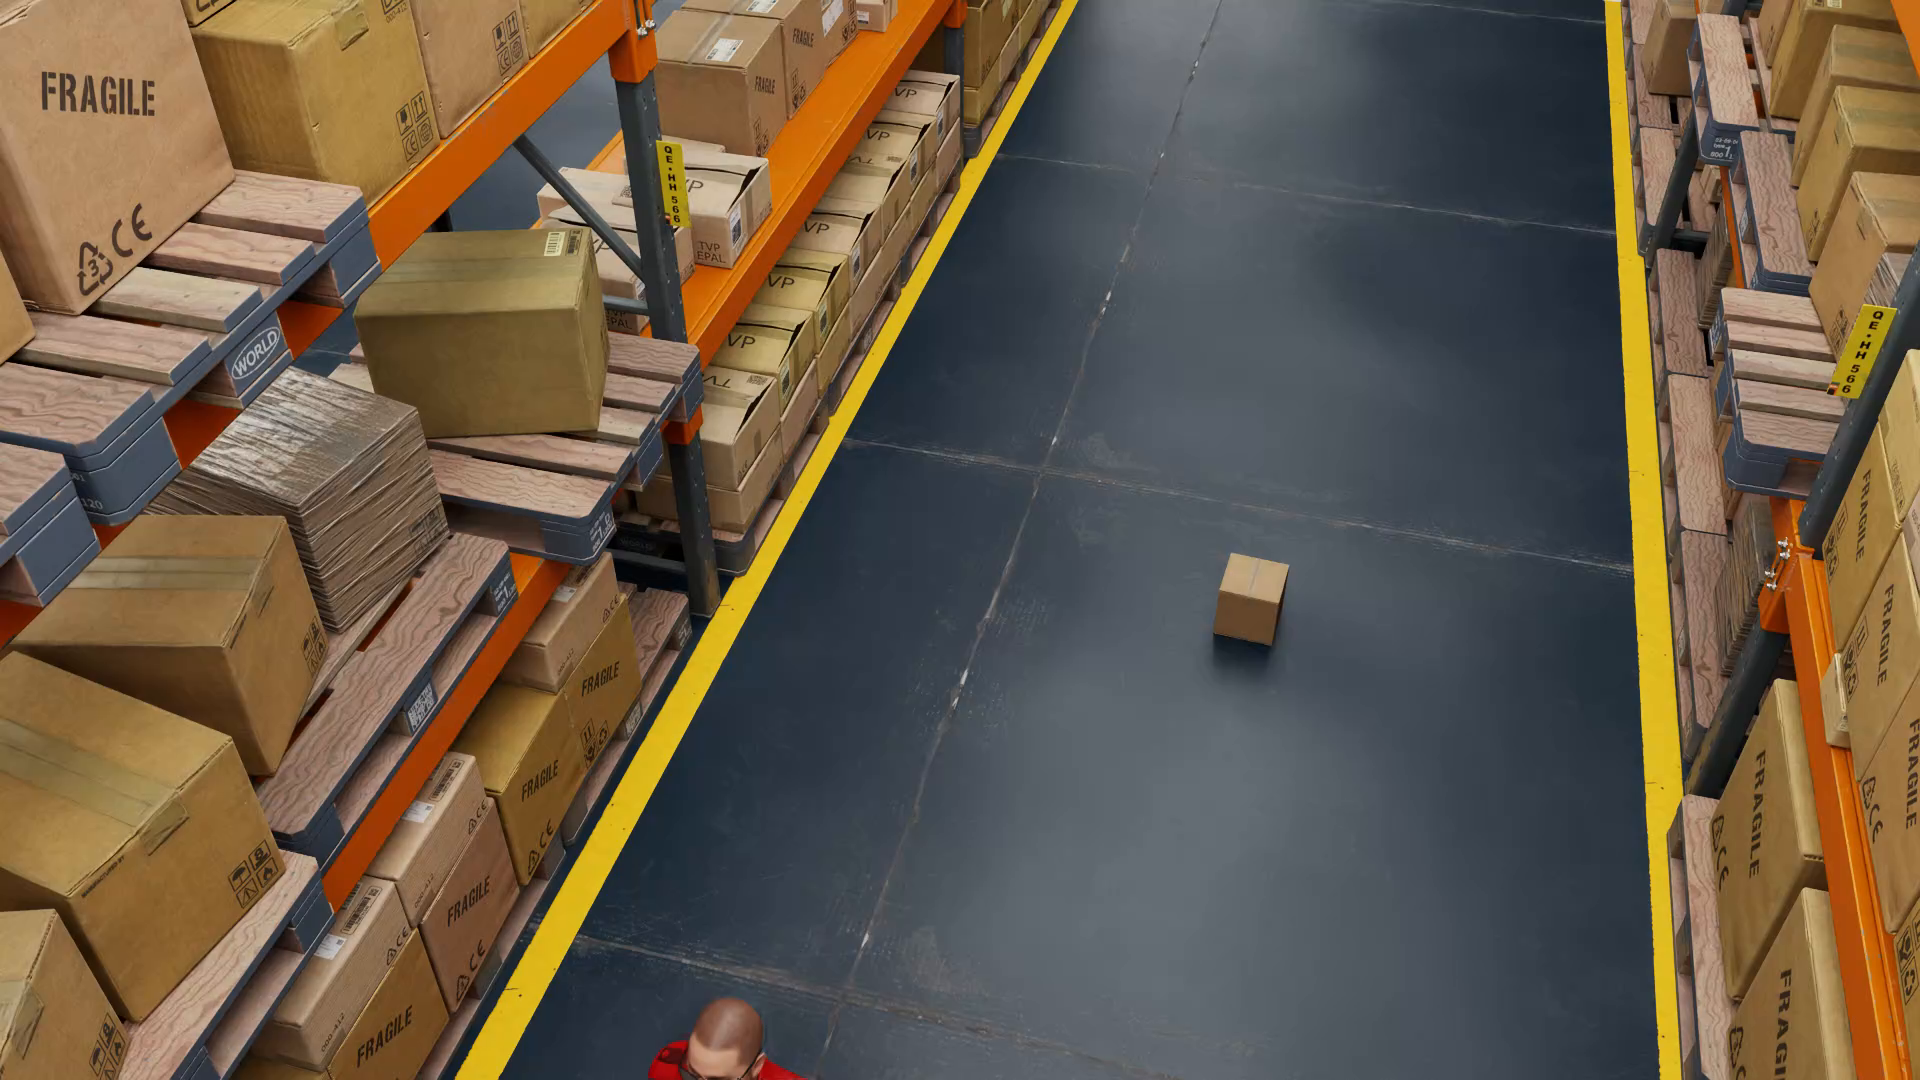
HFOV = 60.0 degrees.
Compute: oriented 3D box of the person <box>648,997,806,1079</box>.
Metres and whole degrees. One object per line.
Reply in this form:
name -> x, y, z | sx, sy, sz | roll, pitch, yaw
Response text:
person -> -0.516, 1.719, 4.167 | 0.534, 1.686, 0.875 | 13, 42, 14
